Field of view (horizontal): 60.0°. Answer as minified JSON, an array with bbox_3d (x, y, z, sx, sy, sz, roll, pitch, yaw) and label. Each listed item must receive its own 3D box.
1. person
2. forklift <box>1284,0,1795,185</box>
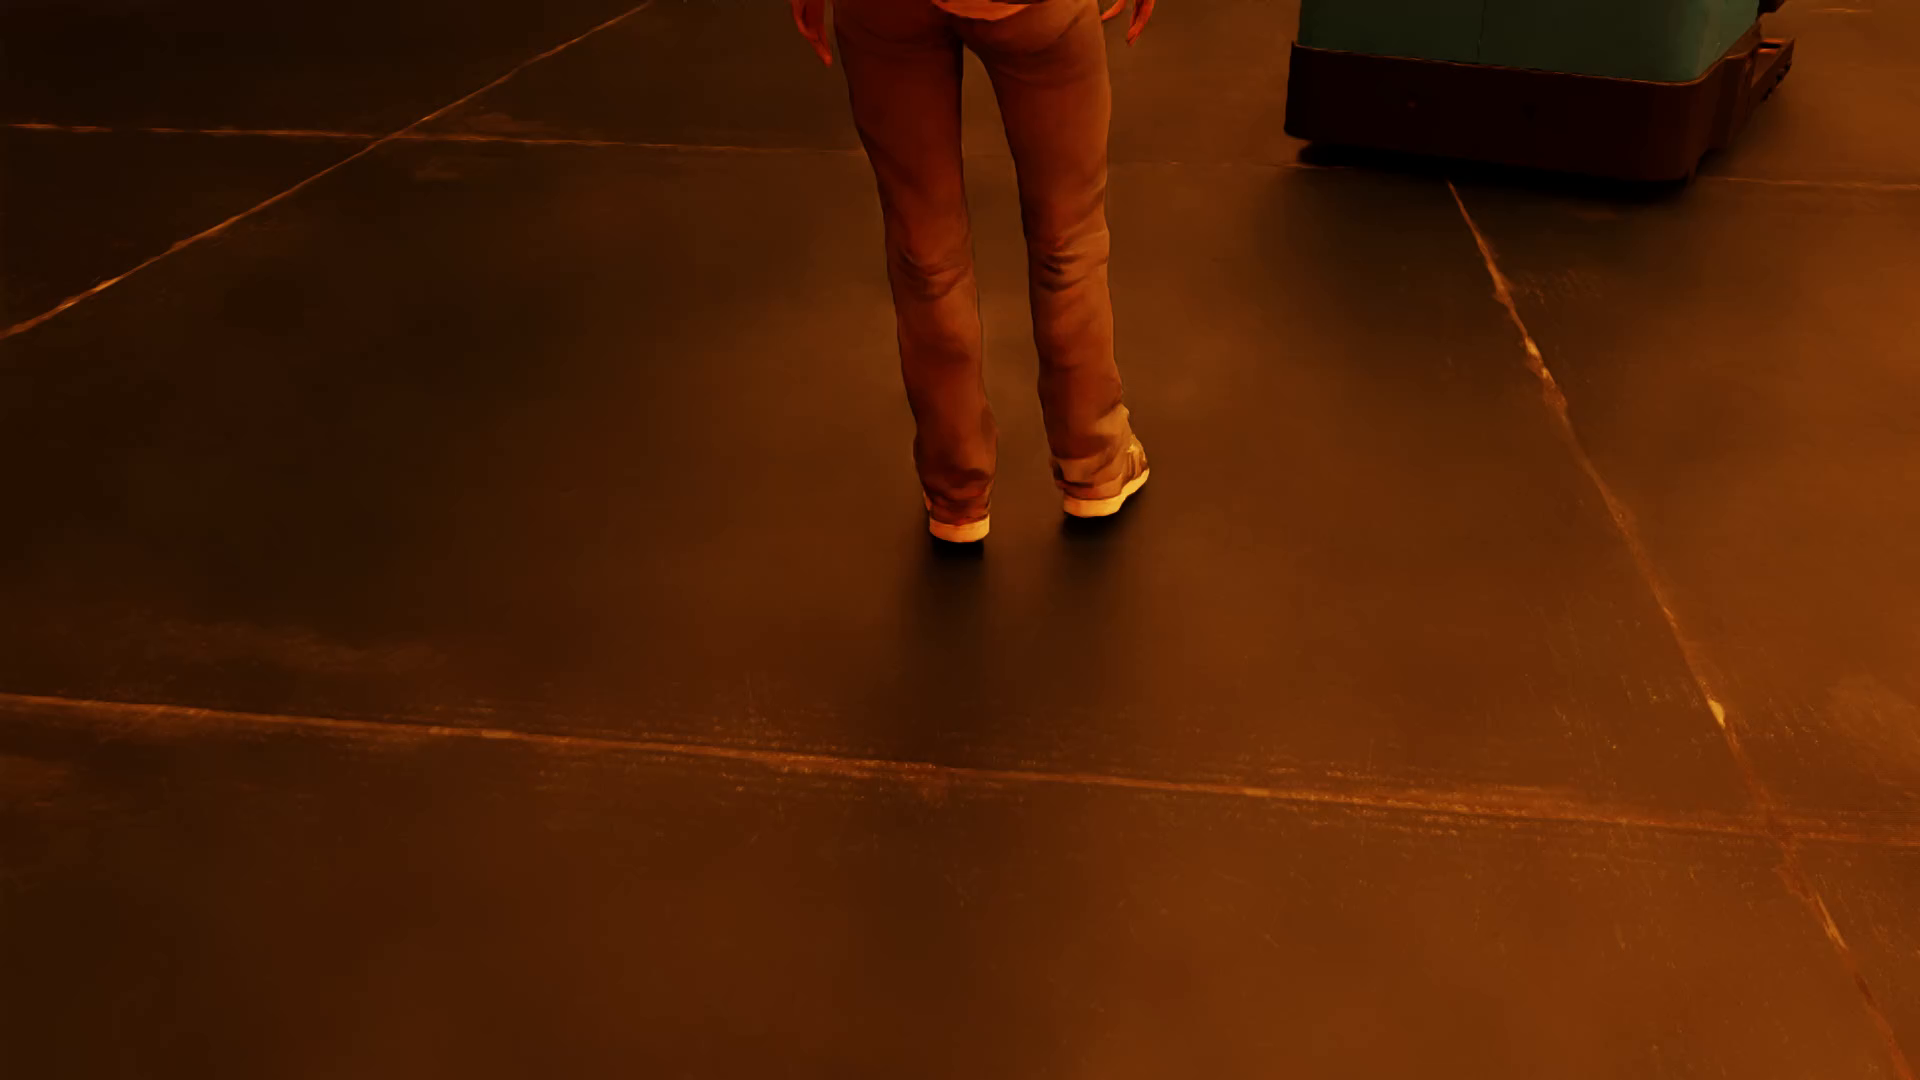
[{"bbox_3d":[0.023,-0.753,2.204,0.521,1.597,0.474,3,27,7],"label":"person"},{"bbox_3d":[2.090,-2.817,4.863,1.130,2.935,3.031,15,30,27],"label":"forklift"}]
